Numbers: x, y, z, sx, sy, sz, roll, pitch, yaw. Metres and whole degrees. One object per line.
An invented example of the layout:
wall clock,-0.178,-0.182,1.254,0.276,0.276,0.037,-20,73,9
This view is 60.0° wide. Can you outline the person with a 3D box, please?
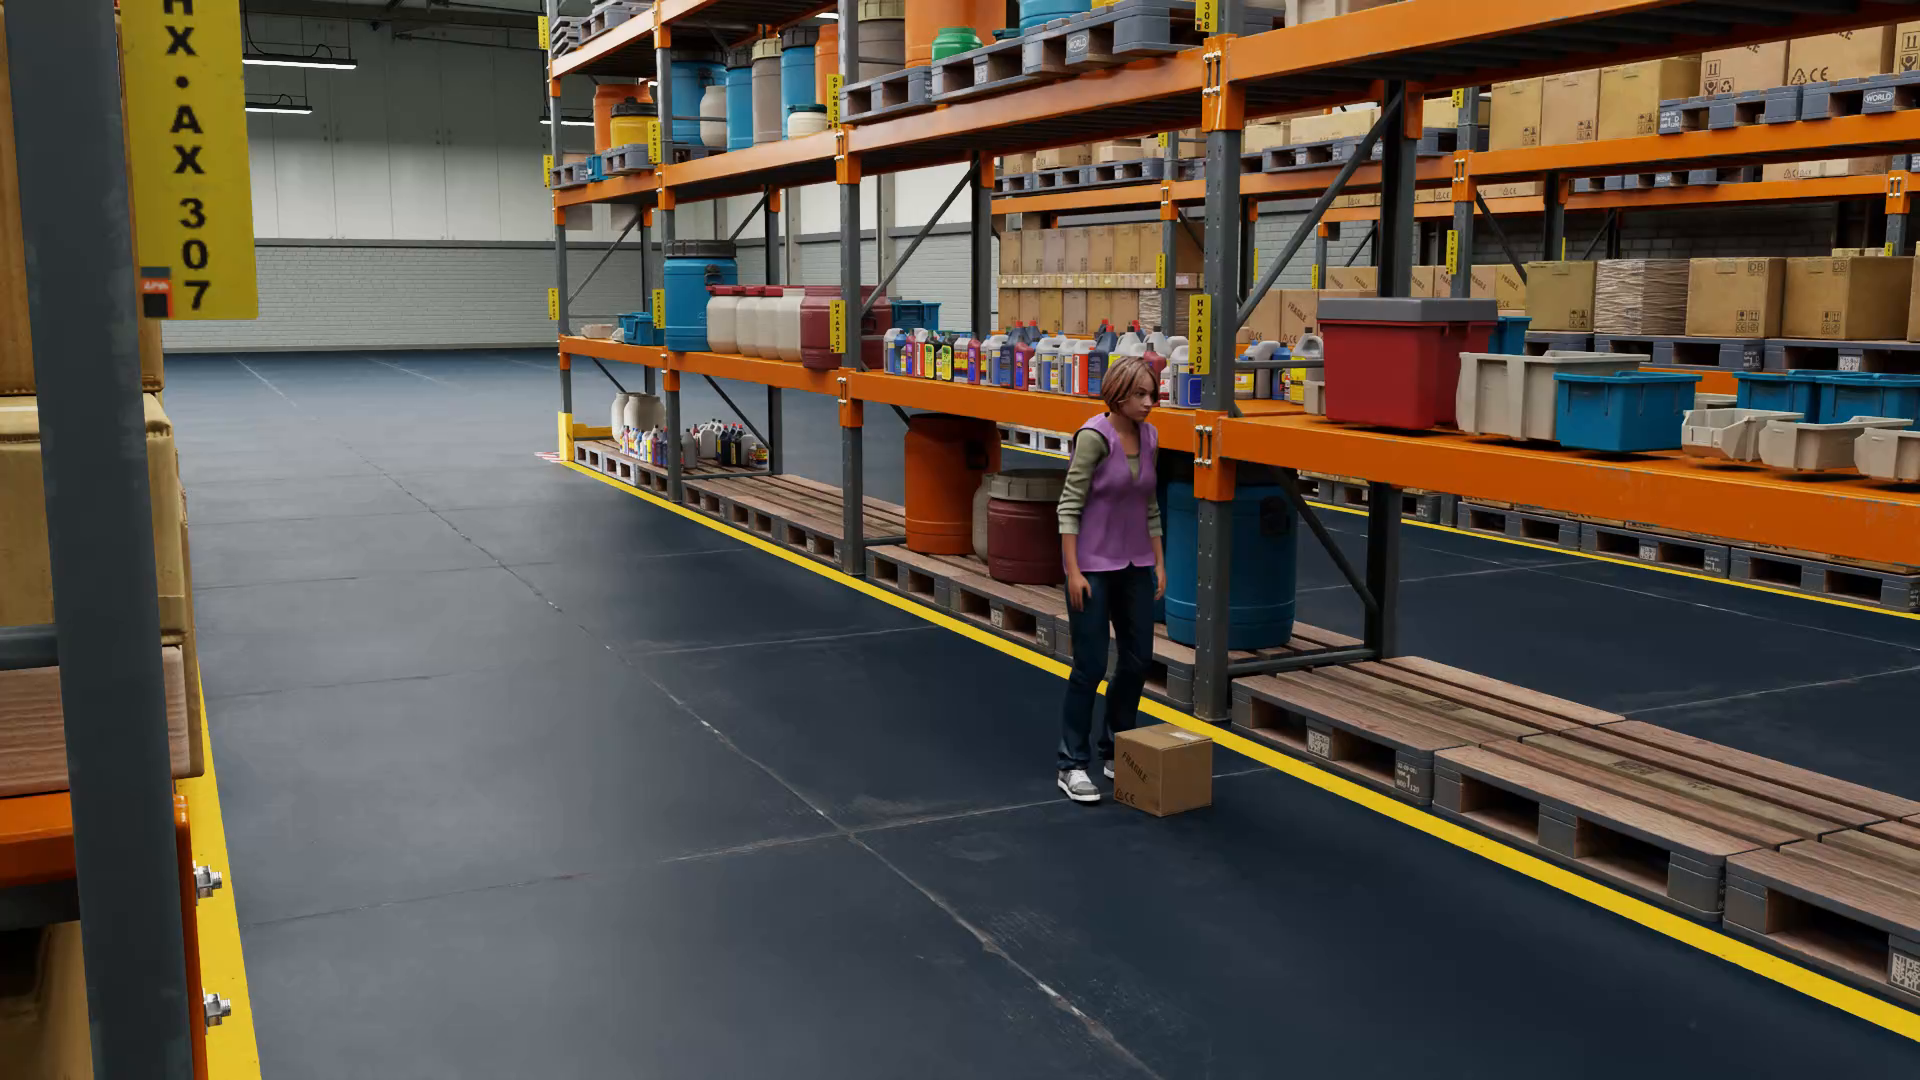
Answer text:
person,0.558,0.184,6.070,0.475,1.477,0.349,-6,11,-35
